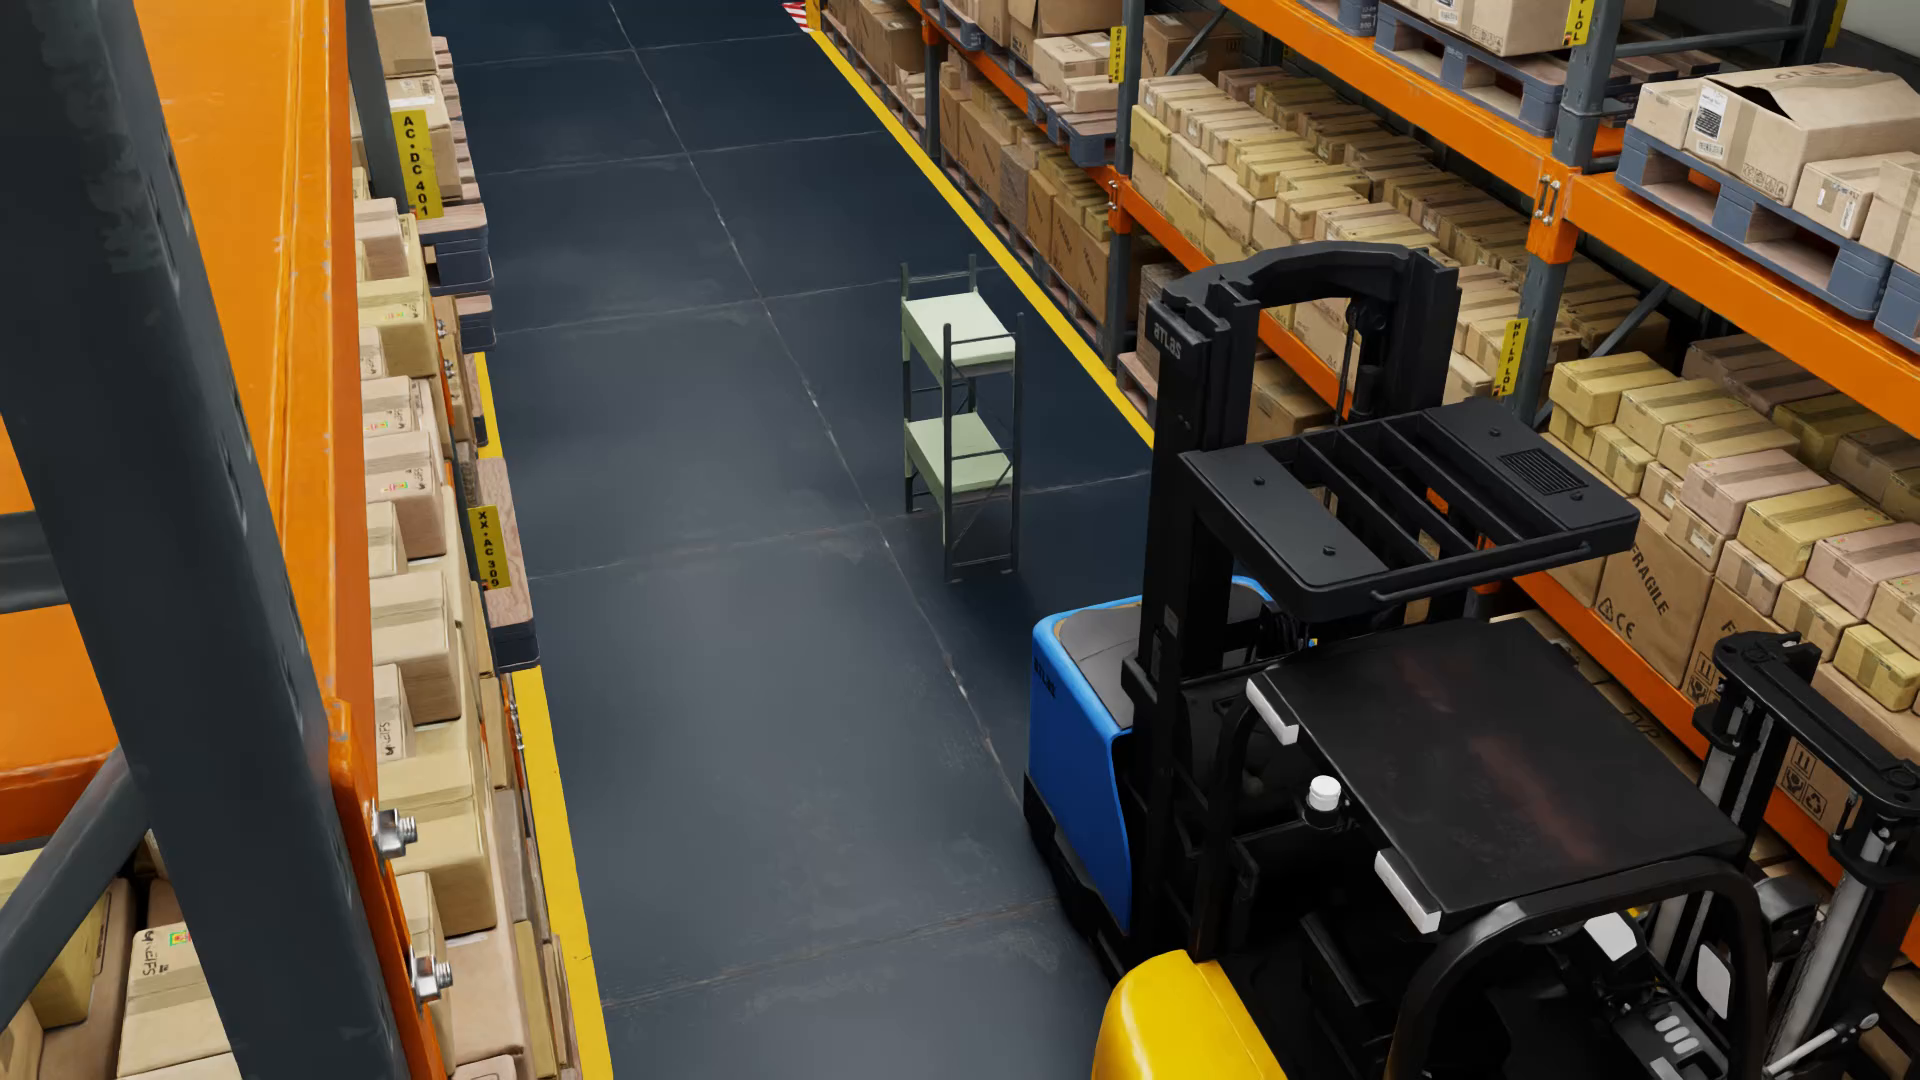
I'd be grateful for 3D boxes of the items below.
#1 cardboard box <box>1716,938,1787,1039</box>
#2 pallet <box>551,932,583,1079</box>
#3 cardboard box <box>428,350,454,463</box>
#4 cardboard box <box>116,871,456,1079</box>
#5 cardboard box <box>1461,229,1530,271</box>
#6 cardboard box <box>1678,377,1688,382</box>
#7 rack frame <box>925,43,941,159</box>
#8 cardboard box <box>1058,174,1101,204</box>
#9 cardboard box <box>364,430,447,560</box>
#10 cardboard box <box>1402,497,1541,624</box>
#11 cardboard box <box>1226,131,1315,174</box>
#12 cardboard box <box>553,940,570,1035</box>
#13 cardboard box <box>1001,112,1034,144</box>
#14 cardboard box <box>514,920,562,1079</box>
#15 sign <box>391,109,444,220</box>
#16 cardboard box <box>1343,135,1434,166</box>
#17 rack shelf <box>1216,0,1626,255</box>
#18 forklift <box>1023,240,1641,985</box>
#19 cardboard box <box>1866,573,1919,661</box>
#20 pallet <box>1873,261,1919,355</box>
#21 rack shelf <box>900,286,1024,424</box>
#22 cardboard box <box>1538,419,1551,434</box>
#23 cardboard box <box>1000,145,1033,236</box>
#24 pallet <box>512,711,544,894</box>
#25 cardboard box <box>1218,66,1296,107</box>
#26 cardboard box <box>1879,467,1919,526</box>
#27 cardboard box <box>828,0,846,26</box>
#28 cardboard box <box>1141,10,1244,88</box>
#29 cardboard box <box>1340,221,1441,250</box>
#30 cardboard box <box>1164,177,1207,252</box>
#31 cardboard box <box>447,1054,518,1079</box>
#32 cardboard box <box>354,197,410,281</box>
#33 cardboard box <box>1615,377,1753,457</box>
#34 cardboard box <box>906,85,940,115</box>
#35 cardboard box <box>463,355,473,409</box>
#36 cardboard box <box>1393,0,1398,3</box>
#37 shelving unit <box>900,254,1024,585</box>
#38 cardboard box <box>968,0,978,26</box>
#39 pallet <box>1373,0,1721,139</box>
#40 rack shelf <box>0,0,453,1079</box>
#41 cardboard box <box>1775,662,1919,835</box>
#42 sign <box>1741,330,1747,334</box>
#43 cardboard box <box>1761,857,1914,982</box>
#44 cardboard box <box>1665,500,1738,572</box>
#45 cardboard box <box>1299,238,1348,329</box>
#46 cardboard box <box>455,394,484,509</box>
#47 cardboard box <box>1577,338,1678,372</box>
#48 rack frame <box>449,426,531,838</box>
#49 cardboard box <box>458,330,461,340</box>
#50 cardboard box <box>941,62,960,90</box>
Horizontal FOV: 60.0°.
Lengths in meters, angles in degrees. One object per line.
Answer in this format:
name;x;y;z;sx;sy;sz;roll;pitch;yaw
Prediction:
cardboard box;2.952;1.513;5.719;0.500;0.250;0.500;-10;35;-15
pallet;-1.840;1.995;5.859;1.003;0.211;1.213;-10;35;-15
cardboard box;-1.533;-0.377;4.064;0.500;0.250;0.500;-11;35;-16
cardboard box;-0.883;0.613;2.204;0.380;0.149;0.250;-10;35;-15
cardboard box;2.539;-1.297;7.632;0.380;0.149;0.250;-10;35;-15
cardboard box;2.990;-0.539;6.485;0.380;0.149;0.250;-10;35;-15
rack frame;0.207;-4.552;13.238;1.000;3.000;0.127;-10;35;-15
cardboard box;0.884;-2.356;11.211;0.380;0.149;0.250;-11;35;-16
cardboard box;-1.211;-0.067;3.234;0.380;0.149;0.250;-10;35;-14
cardboard box;2.477;0.191;7.832;0.875;0.625;0.625;-8;34;-13
cardboard box;1.626;-2.015;8.719;0.380;0.149;0.250;-10;35;-14
cardboard box;-1.643;1.722;5.856;0.500;0.250;0.500;-8;34;-13
cardboard box;0.521;-3.047;12.258;0.380;0.149;0.250;-9;34;-13
cardboard box;-1.220;1.319;3.992;0.500;0.500;0.500;-11;35;-16
sign;-1.565;-1.078;4.790;0.100;0.325;0.005;-10;35;-15
cardboard box;2.229;-1.978;8.664;0.380;0.149;0.250;-11;35;-16
rack shelf;2.037;-2.353;7.842;1.077;0.370;4.000;-10;35;-15
forklift;1.260;0.654;5.421;1.130;2.935;3.031;-12;35;-17
cardboard box;3.023;0.220;5.067;0.380;0.149;0.250;-10;35;-15
pallet;3.300;-0.484;4.440;1.003;0.211;1.213;-10;35;-15
rack shelf;0.002;-0.948;8.436;0.431;0.370;0.720;-10;35;-15
cardboard box;2.244;-0.510;7.257;0.500;0.250;0.500;-9;35;-14
cardboard box;0.612;-2.579;12.138;0.500;0.500;0.500;-11;35;-16
pallet;-2.318;1.240;7.002;1.003;0.211;1.213;-10;35;-15
cardboard box;1.719;-2.628;9.646;0.380;0.149;0.250;-9;34;-13
cardboard box;3.359;-0.136;5.605;0.380;0.149;0.250;-11;35;-15
cardboard box;-0.917;-5.449;16.478;0.797;0.503;0.637;-11;35;-17
cardboard box;1.419;-2.966;10.365;0.500;0.500;0.500;-8;34;-12
cardboard box;1.984;-1.340;7.697;0.380;0.149;0.250;-11;35;-16
cardboard box;1.478;-1.851;9.285;0.500;0.250;0.500;-11;35;-16
cardboard box;-0.758;0.963;2.037;0.500;0.250;0.500;-11;35;-16
cardboard box;-1.622;-0.741;4.254;0.380;0.149;0.250;-11;35;-16
cardboard box;2.644;-0.452;6.084;0.380;0.149;0.250;-9;35;-14
cardboard box;-0.243;-3.781;14.276;0.380;0.149;0.250;-11;35;-16
cardboard box;-3.431;-1.281;9.833;0.875;0.875;0.875;-10;35;-15
cardboard box;1.960;-2.525;7.059;0.500;0.311;0.500;-11;35;-16
shelving unit;0.002;-0.622;8.651;0.431;1.500;0.755;-10;35;-15
cardboard box;0.265;-3.877;11.957;0.396;0.266;0.258;-8;34;-12
pallet;2.366;-1.985;6.805;0.805;0.209;1.217;-11;35;-17
rack shelf;-1.469;-0.667;2.571;1.077;0.370;4.000;-10;35;-15
cardboard box;2.997;0.687;5.218;0.500;0.500;0.500;-10;35;-14
sign;3.175;-0.840;6.763;0.100;0.325;0.005;-10;35;-15
cardboard box;2.958;1.316;5.563;0.500;0.250;0.500;-11;35;-16
cardboard box;2.685;-0.043;5.735;0.380;0.149;0.250;-9;35;-14
cardboard box;1.940;-1.251;7.925;0.500;0.250;0.500;-9;35;-14
cardboard box;-1.949;-0.151;5.835;0.500;0.500;0.500;-9;35;-14
cardboard box;2.736;-0.808;7.253;0.500;0.250;0.500;-11;35;-16
rack frame;-2.079;0.485;5.615;1.000;3.000;0.127;-10;35;-15
cardboard box;-2.538;-1.024;7.746;0.380;0.149;0.250;-9;35;-14
cardboard box;0.063;-3.722;13.280;0.380;0.149;0.250;-8;34;-12
